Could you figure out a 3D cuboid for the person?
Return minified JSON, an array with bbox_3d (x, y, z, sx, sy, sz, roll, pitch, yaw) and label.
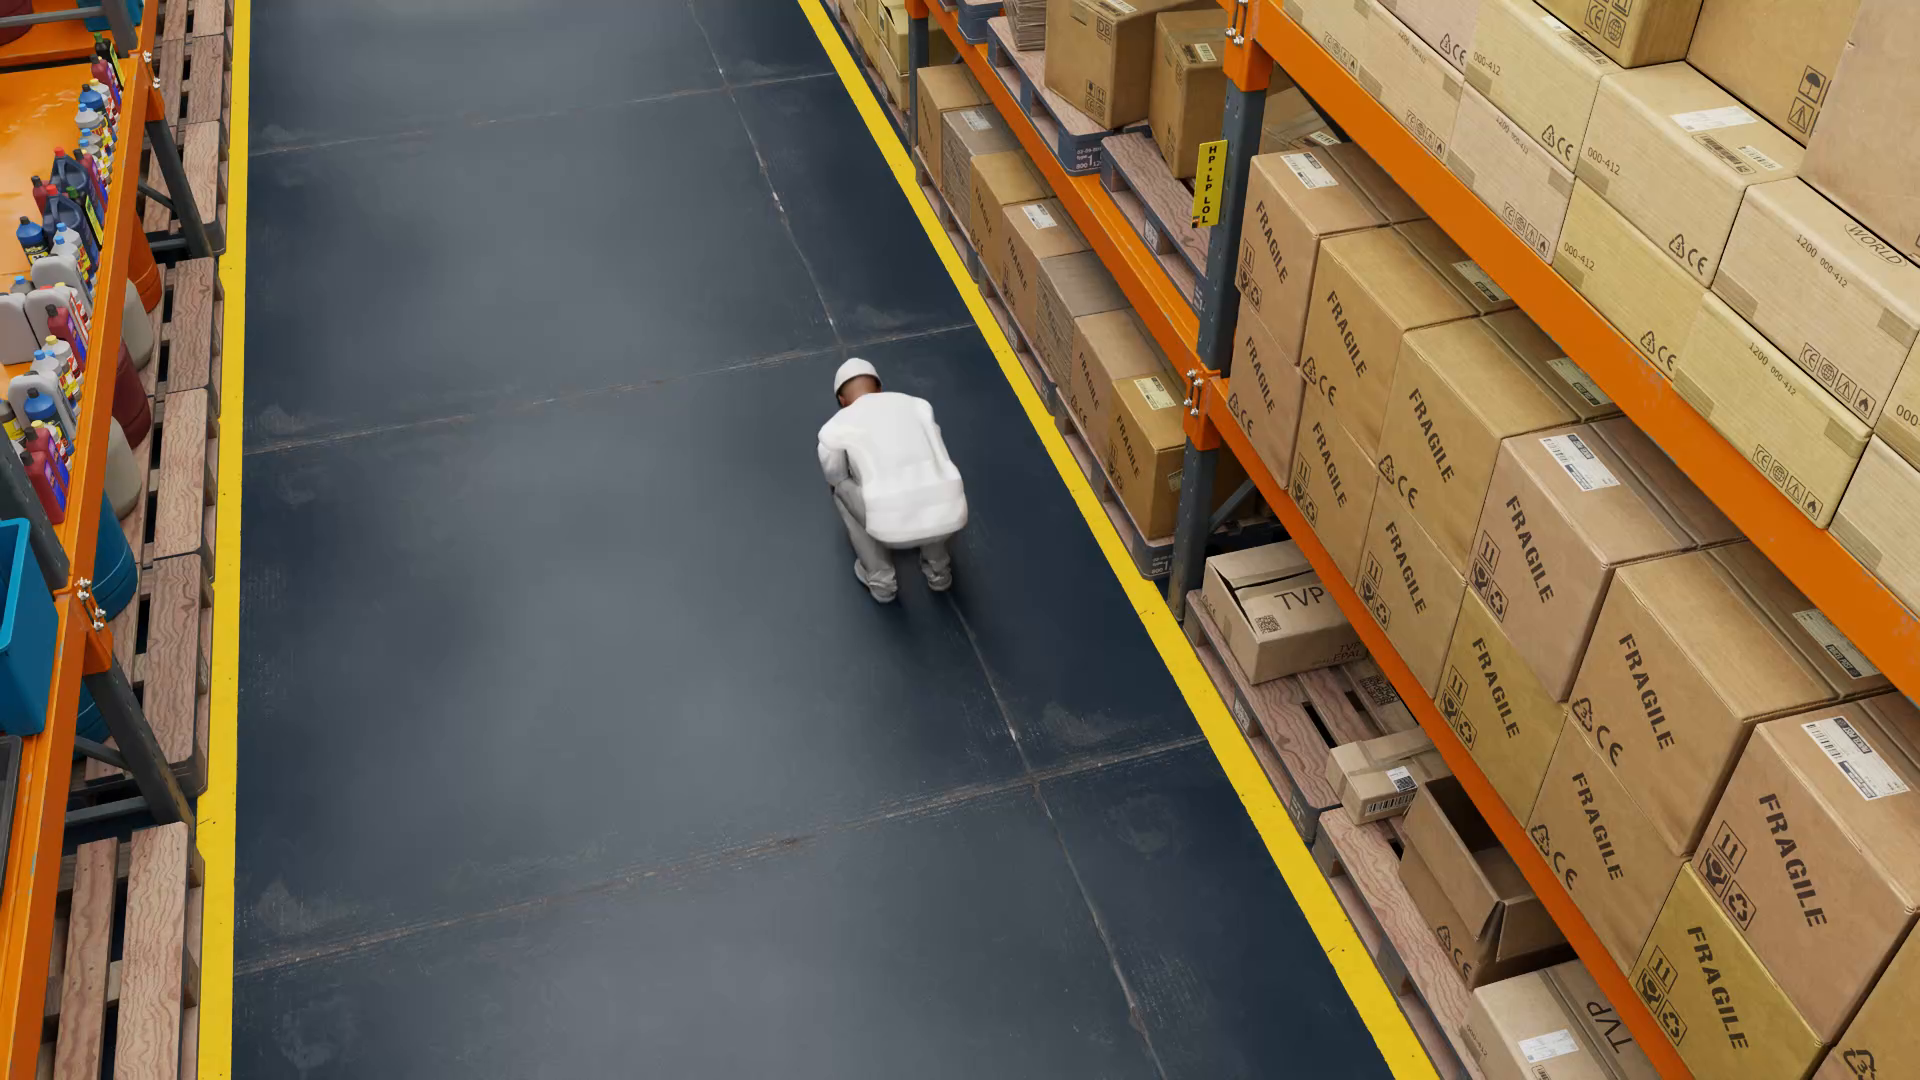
[{"bbox_3d":[-0.312,-0.227,7.141,0.532,0.814,0.958,-12,43,-13],"label":"person"}]
